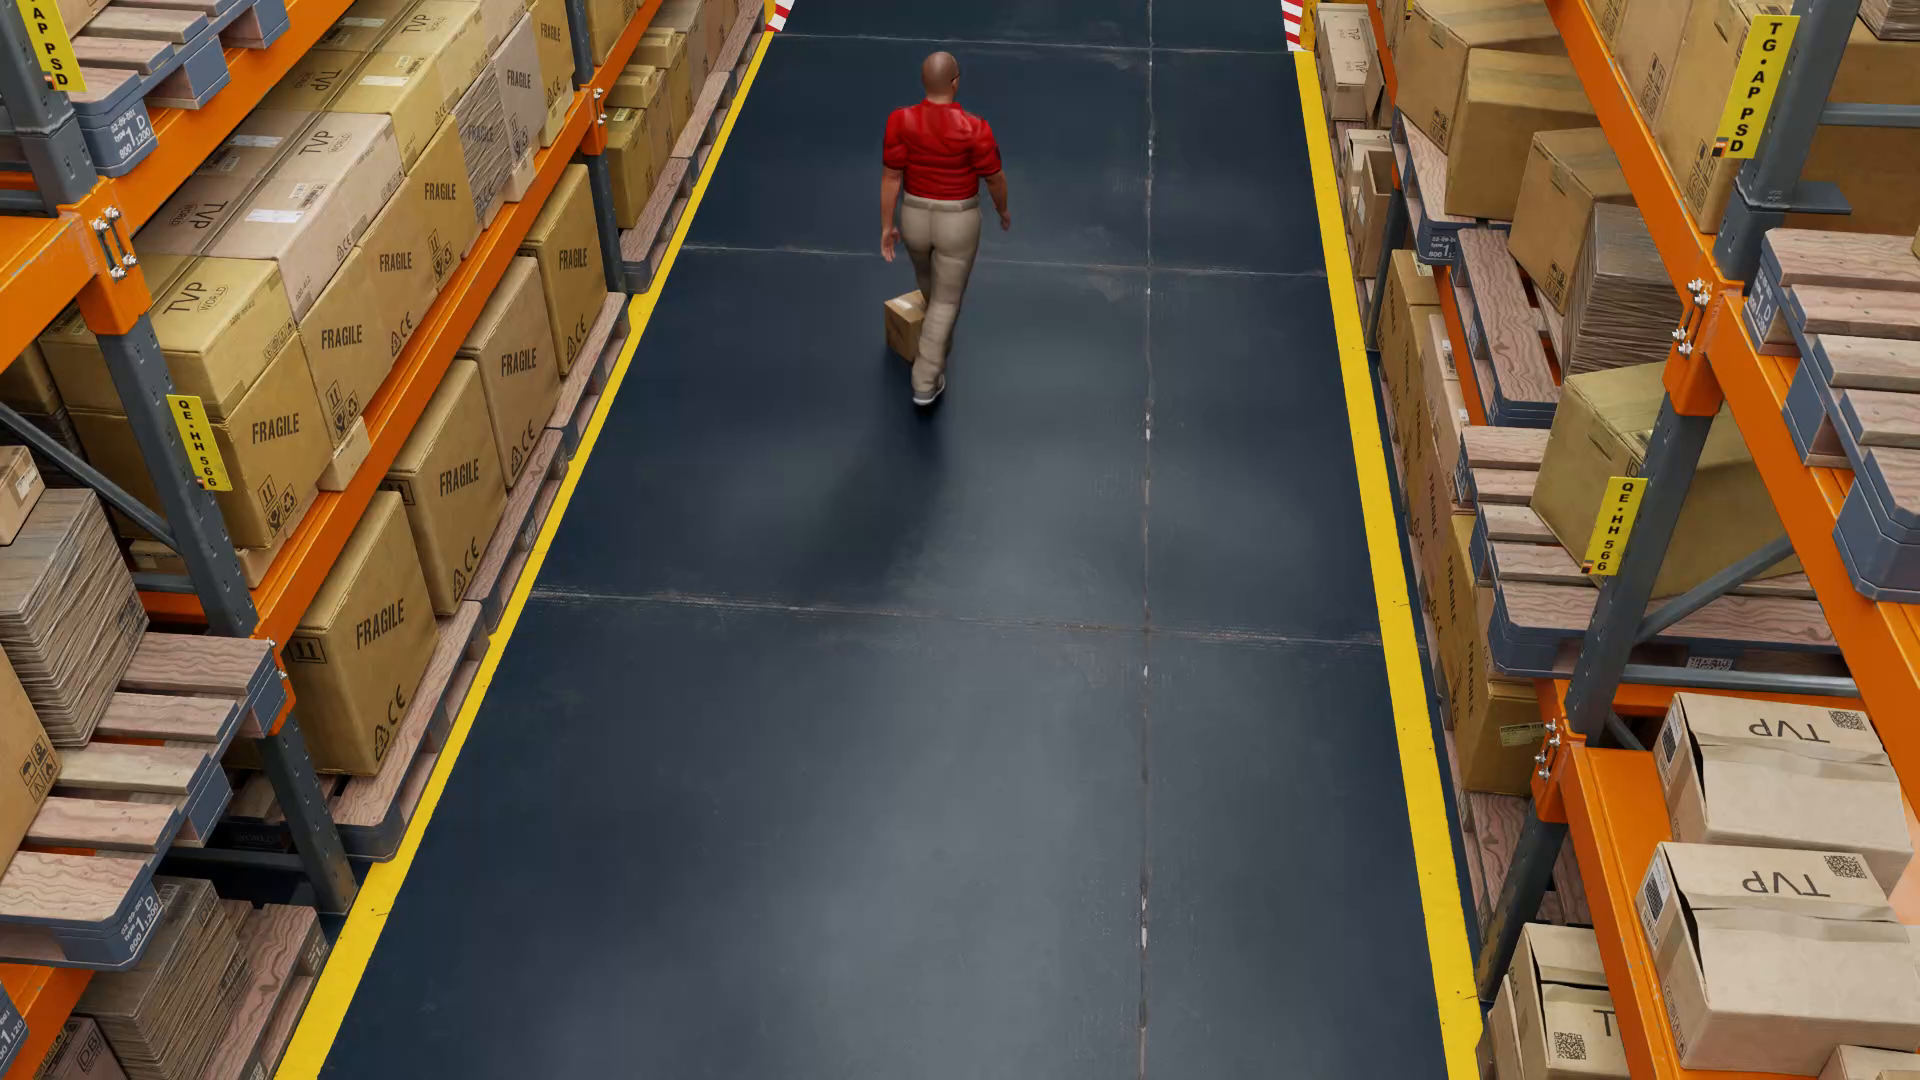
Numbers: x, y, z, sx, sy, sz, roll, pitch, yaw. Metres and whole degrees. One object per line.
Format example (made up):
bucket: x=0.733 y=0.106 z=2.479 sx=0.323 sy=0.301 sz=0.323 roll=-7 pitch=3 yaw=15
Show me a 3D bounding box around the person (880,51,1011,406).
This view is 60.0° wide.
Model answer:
person: x=-0.048 y=-1.587 z=8.055 sx=0.559 sy=1.662 sz=1.046 roll=13 pitch=41 yaw=15
